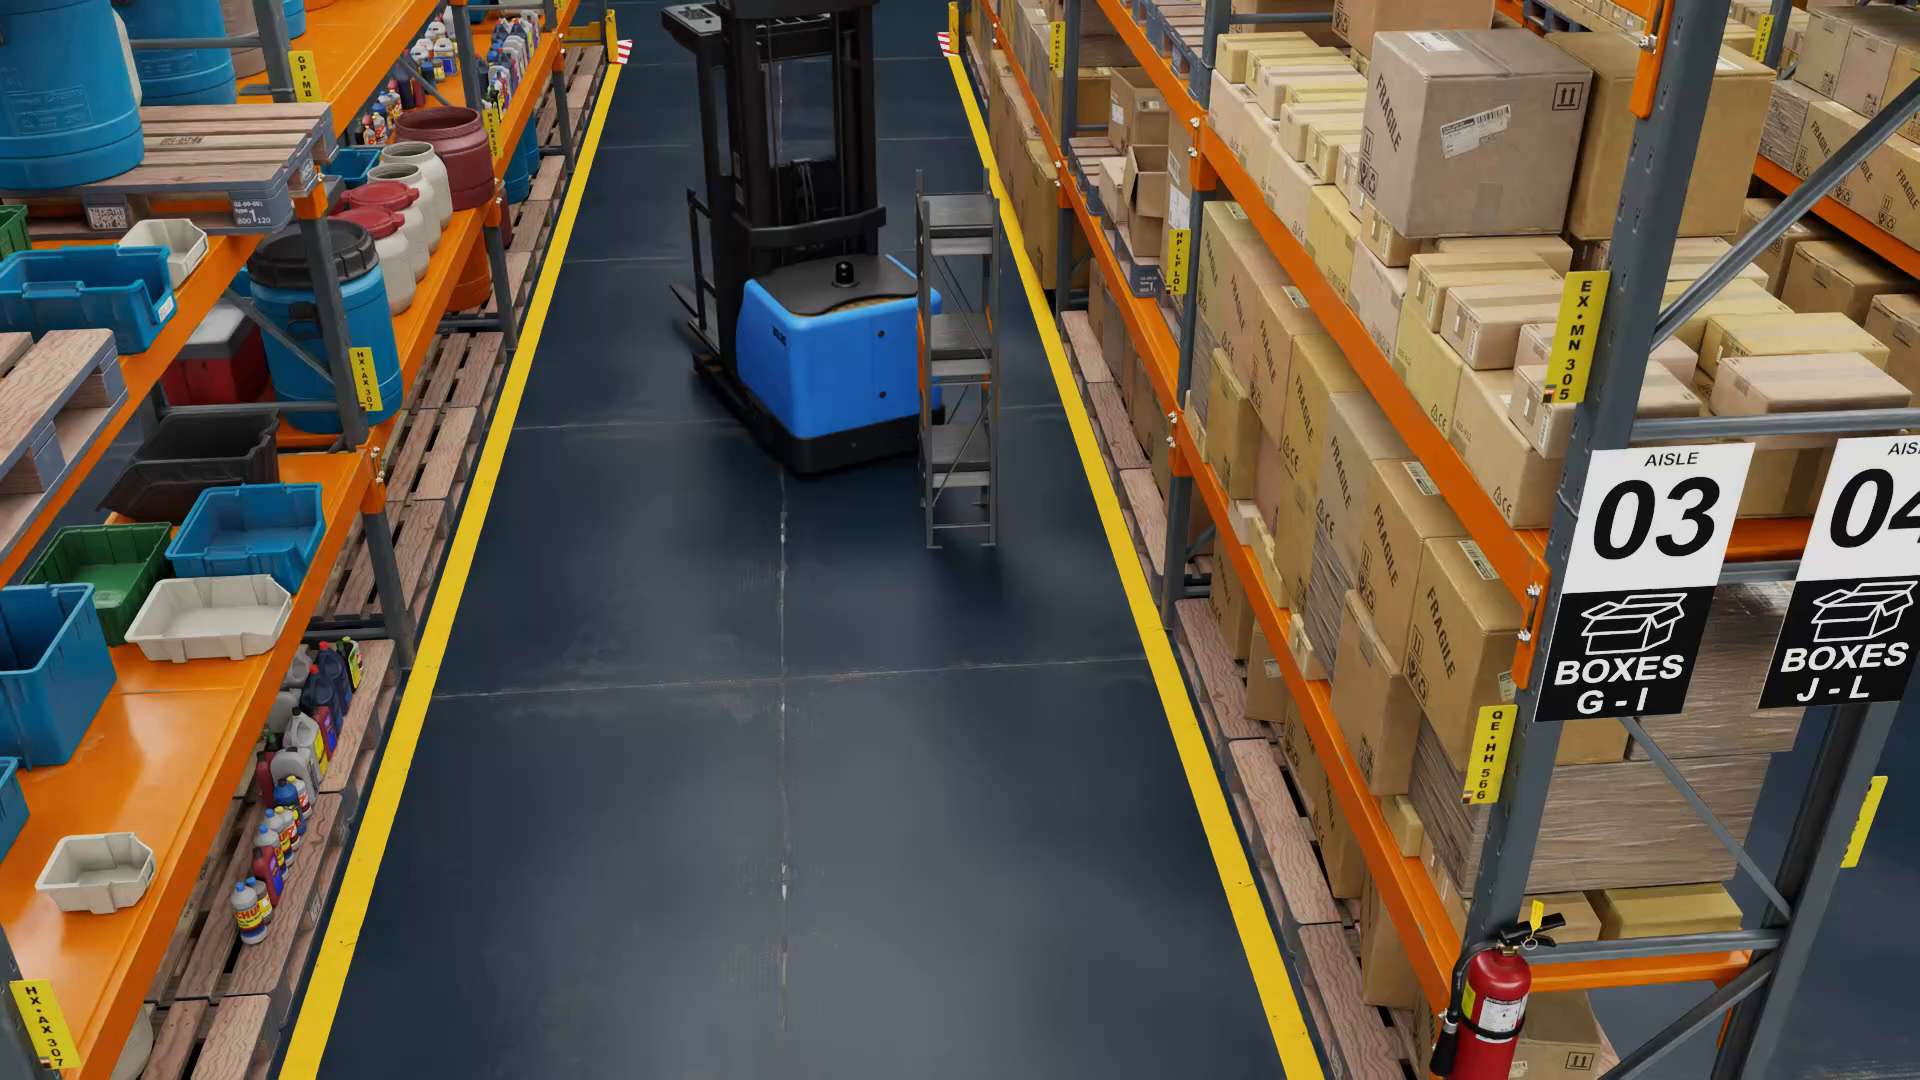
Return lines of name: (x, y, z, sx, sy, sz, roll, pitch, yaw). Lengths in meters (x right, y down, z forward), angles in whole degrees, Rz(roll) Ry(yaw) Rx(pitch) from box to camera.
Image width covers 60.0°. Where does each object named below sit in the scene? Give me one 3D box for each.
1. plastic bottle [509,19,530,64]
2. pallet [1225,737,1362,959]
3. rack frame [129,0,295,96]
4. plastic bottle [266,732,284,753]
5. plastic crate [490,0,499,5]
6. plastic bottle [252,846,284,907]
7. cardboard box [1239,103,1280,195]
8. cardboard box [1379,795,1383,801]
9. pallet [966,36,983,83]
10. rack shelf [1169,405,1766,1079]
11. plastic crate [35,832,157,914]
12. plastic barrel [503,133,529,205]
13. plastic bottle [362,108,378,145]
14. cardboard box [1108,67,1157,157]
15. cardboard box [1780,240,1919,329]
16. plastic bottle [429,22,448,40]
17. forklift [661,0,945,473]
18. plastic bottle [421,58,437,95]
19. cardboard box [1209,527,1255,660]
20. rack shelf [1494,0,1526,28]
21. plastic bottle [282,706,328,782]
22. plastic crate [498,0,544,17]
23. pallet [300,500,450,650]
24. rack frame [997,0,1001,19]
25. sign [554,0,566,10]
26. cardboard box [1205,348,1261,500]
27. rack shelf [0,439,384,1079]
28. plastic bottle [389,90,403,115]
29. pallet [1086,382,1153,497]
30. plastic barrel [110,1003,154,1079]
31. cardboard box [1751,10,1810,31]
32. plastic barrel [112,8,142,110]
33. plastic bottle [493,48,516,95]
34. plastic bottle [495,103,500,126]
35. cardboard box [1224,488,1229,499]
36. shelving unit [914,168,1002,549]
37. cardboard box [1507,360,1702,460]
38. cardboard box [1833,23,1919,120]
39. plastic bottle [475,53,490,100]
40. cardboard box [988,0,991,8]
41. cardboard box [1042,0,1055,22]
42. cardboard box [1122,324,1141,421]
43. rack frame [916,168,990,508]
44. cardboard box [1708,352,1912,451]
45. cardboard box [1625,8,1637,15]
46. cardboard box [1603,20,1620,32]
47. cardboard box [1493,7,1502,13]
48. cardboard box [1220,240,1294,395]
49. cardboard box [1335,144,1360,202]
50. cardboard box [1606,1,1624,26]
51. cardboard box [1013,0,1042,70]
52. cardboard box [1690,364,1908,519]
plastic bottle: (-3.661, -4.130, 13.787, 0.144, 0.351, 0.185, -3, 31, -5)
pallet: (1.804, 1.311, 7.350, 1.003, 0.211, 1.213, -3, 31, -5)
rack frame: (-3.342, -3.190, 6.316, 1.000, 3.000, 0.127, -3, 31, -5)
plastic bottle: (-3.046, 0.958, 7.440, 0.061, 0.283, 0.133, -3, 31, -5)
plastic crate: (-4.462, -5.165, 15.682, 0.437, 0.125, 0.590, -3, 31, -5)
plastic bottle: (-2.830, 1.348, 6.788, 0.061, 0.283, 0.133, -2, 31, -4)
cardboard box: (1.431, -1.564, 6.664, 0.500, 0.250, 0.500, -3, 31, -5)
cardboard box: (1.625, 0.781, 5.762, 0.380, 0.149, 0.250, -3, 31, -5)
pallet: (0.621, -5.377, 18.546, 1.003, 0.211, 1.213, -3, 31, -5)
rack shelf: (1.776, 0.478, 6.726, 1.077, 0.370, 4.000, -3, 31, -5)
plastic crate: (-2.732, 1.068, 5.293, 0.298, 0.136, 0.250, -3, 31, -5)
plastic barrel: (-3.989, -3.339, 14.051, 0.600, 0.901, 0.708, -3, 31, -5)
plastic bottle: (-4.200, -2.911, 11.812, 0.061, 0.283, 0.133, -3, 31, -5)
cardboard box: (1.306, -2.844, 11.079, 0.500, 0.500, 0.500, -6, 31, -11)
cardboard box: (6.216, -1.533, 11.176, 1.050, 0.750, 0.750, -2, 31, -4)
plastic bottle: (-4.391, -4.205, 13.985, 0.152, 0.276, 0.135, -3, 31, -5)
forklift: (-1.214, -2.403, 10.914, 1.130, 2.935, 3.031, -15, 34, -23)
plastic bottle: (-4.172, -3.645, 13.053, 0.097, 0.271, 0.097, 0, 31, 0)
cardboard box: (1.587, 0.247, 8.440, 0.500, 0.500, 0.500, -4, 31, -6)
rack shelf: (5.603, -5.835, 17.295, 1.077, 0.370, 4.000, -3, 31, -5)
plastic bottle: (-2.947, 0.911, 7.453, 0.144, 0.351, 0.185, -3, 31, -5)
plastic crate: (-3.991, -4.856, 15.154, 0.396, 0.136, 0.243, -3, 31, -5)
pallet: (-3.454, 0.183, 9.237, 1.003, 0.211, 1.213, -3, 31, -5)
rack frame: (0.842, -4.936, 15.089, 1.000, 3.000, 0.127, -3, 31, -5)
sign: (-3.542, -4.843, 14.664, 0.100, 0.325, 0.005, -3, 31, -5)
cardboard box: (1.581, -0.533, 7.330, 0.875, 0.500, 0.500, -3, 31, -5)
rack shelf: (-3.155, 0.715, 6.329, 1.077, 0.370, 4.000, -3, 31, -5)
plastic bottle: (-4.256, -3.283, 12.515, 0.097, 0.201, 0.097, 0, 31, 0)
pallet: (1.398, -0.677, 10.677, 1.003, 0.211, 1.213, -3, 31, -5)
plastic barrel: (-3.153, 1.727, 5.950, 0.421, 0.512, 0.421, 0, 31, 0)
cardboard box: (6.267, -3.916, 12.636, 0.380, 0.149, 0.250, -3, 31, -5)
plastic barrel: (-3.497, -1.902, 6.565, 0.421, 0.512, 0.421, 0, 31, 0)
plastic bottle: (-3.575, -3.662, 13.004, 0.144, 0.351, 0.185, -3, 31, -5)
plastic bottle: (-3.474, -3.173, 12.331, 0.097, 0.201, 0.097, 0, 31, 0)
cardboard box: (1.404, -0.238, 7.469, 0.380, 0.149, 0.250, -3, 31, -5)
shelving unit: (-0.015, -0.986, 9.353, 0.431, 2.100, 0.503, -3, 31, -5)
cardboard box: (1.626, -0.331, 4.212, 0.380, 0.149, 0.250, -3, 31, -5)
cardboard box: (6.244, -3.065, 10.883, 0.700, 0.500, 0.500, -3, 31, -5)
plastic bottle: (-3.714, -3.586, 12.877, 0.144, 0.351, 0.185, -3, 31, -5)
cardboard box: (0.463, -5.100, 15.609, 0.380, 0.149, 0.250, -2, 31, -4)
cardboard box: (1.036, -4.417, 13.144, 0.797, 0.503, 0.637, -2, 31, -3)
cardboard box: (1.422, -1.097, 10.670, 0.700, 0.500, 0.500, 0, 31, 0)
rack frame: (-0.038, -1.111, 9.562, 0.400, 2.100, 0.015, -3, 31, -5)
cardboard box: (2.167, -0.356, 4.253, 0.380, 0.149, 0.250, -3, 31, -5)
cardboard box: (5.542, -4.297, 13.274, 0.380, 0.149, 0.250, -1, 31, -2)
cardboard box: (5.516, -4.177, 13.653, 0.380, 0.149, 0.250, -4, 31, -7)
cardboard box: (5.796, -5.726, 18.202, 0.380, 0.149, 0.250, -4, 31, -7)
cardboard box: (1.426, -0.955, 7.061, 0.500, 0.500, 0.500, -3, 31, -5)
cardboard box: (1.530, -1.272, 5.787, 0.380, 0.149, 0.250, -2, 31, -3)
cardboard box: (5.517, -4.301, 13.571, 0.380, 0.149, 0.250, -3, 31, -6)
cardboard box: (0.730, -4.220, 13.793, 0.500, 0.500, 0.500, -3, 31, -6)
cardboard box: (2.175, -0.292, 4.534, 0.500, 0.250, 0.500, -2, 31, -3)
